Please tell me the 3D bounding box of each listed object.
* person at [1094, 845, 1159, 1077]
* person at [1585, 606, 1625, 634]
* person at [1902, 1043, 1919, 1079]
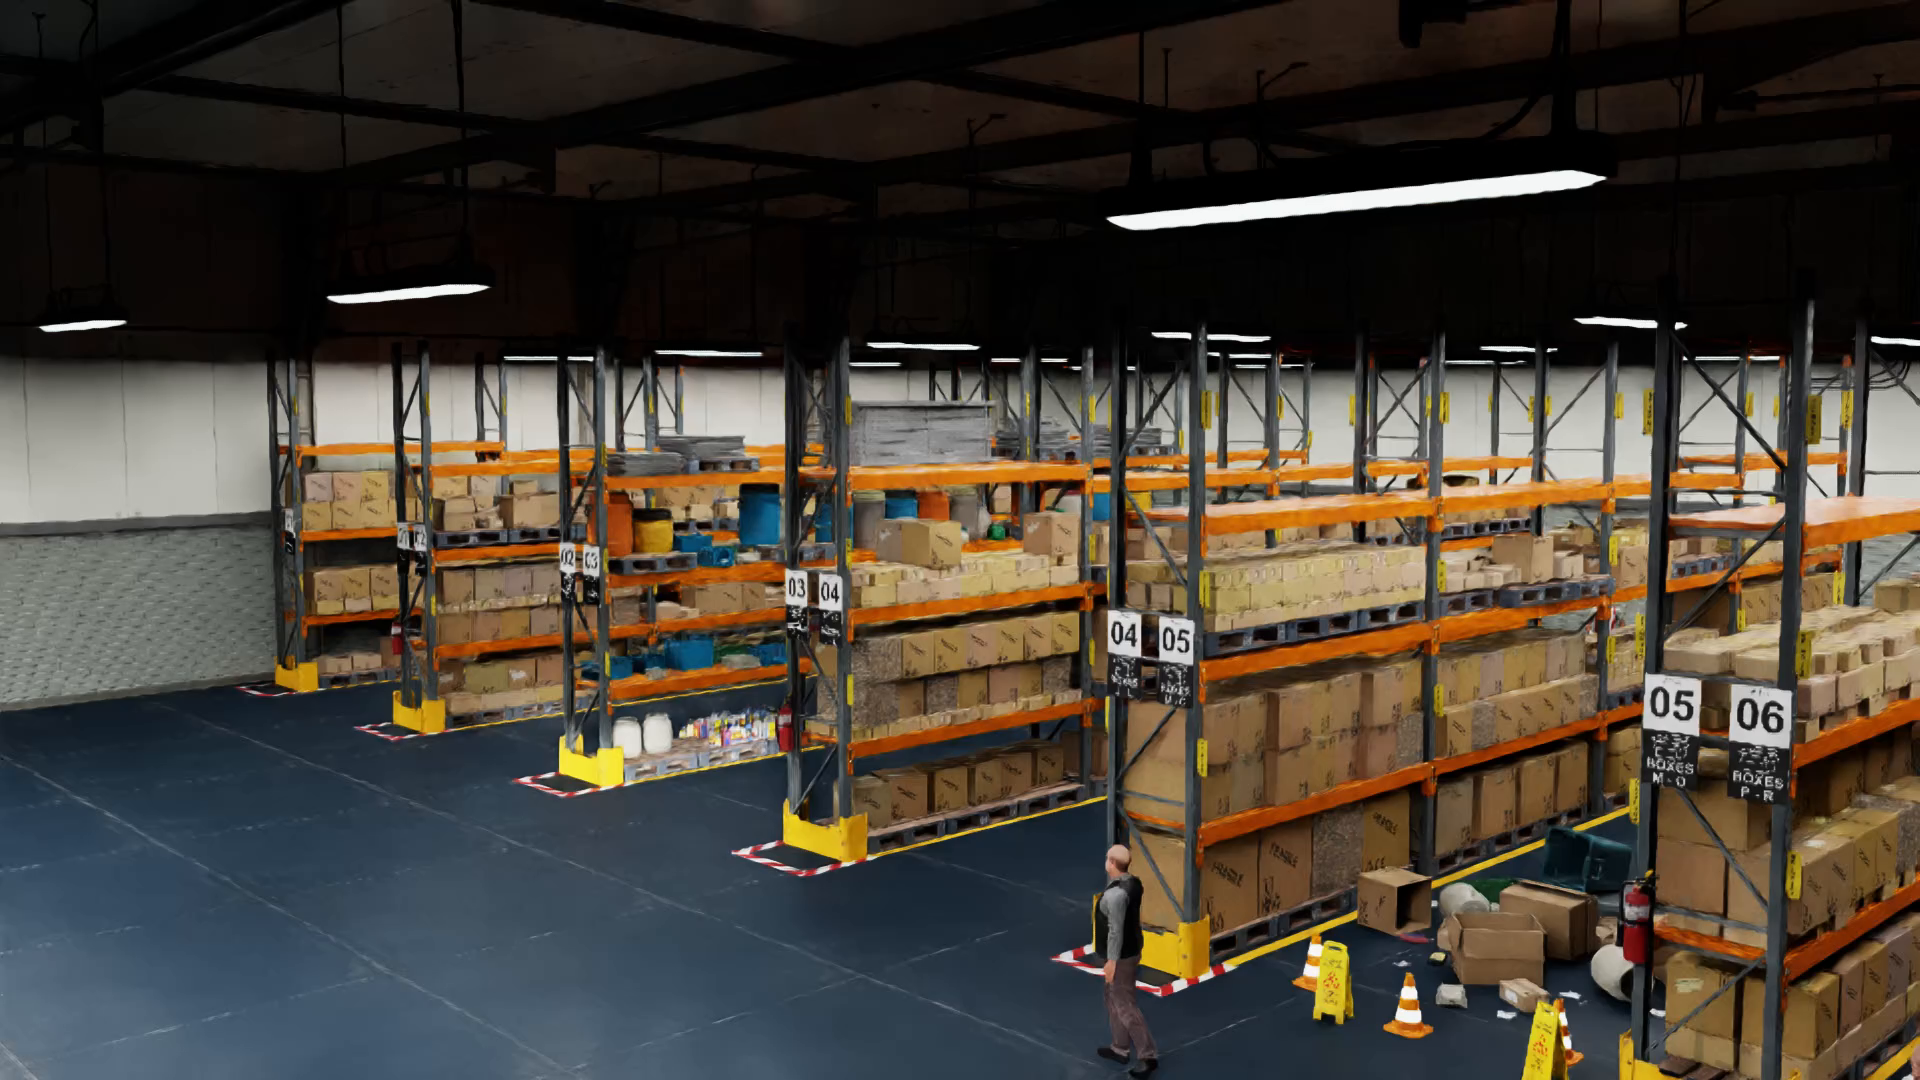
[{"bbox_3d":[1.293,3.212,12.820,0.536,1.713,0.628,2,5,19],"label":"person"},{"bbox_3d":[11.425,1.753,29.410,0.686,1.716,0.838,3,6,30],"label":"person"},{"bbox_3d":[5.208,3.527,8.937,1.020,1.733,0.631,-2,5,-20],"label":"person"}]
